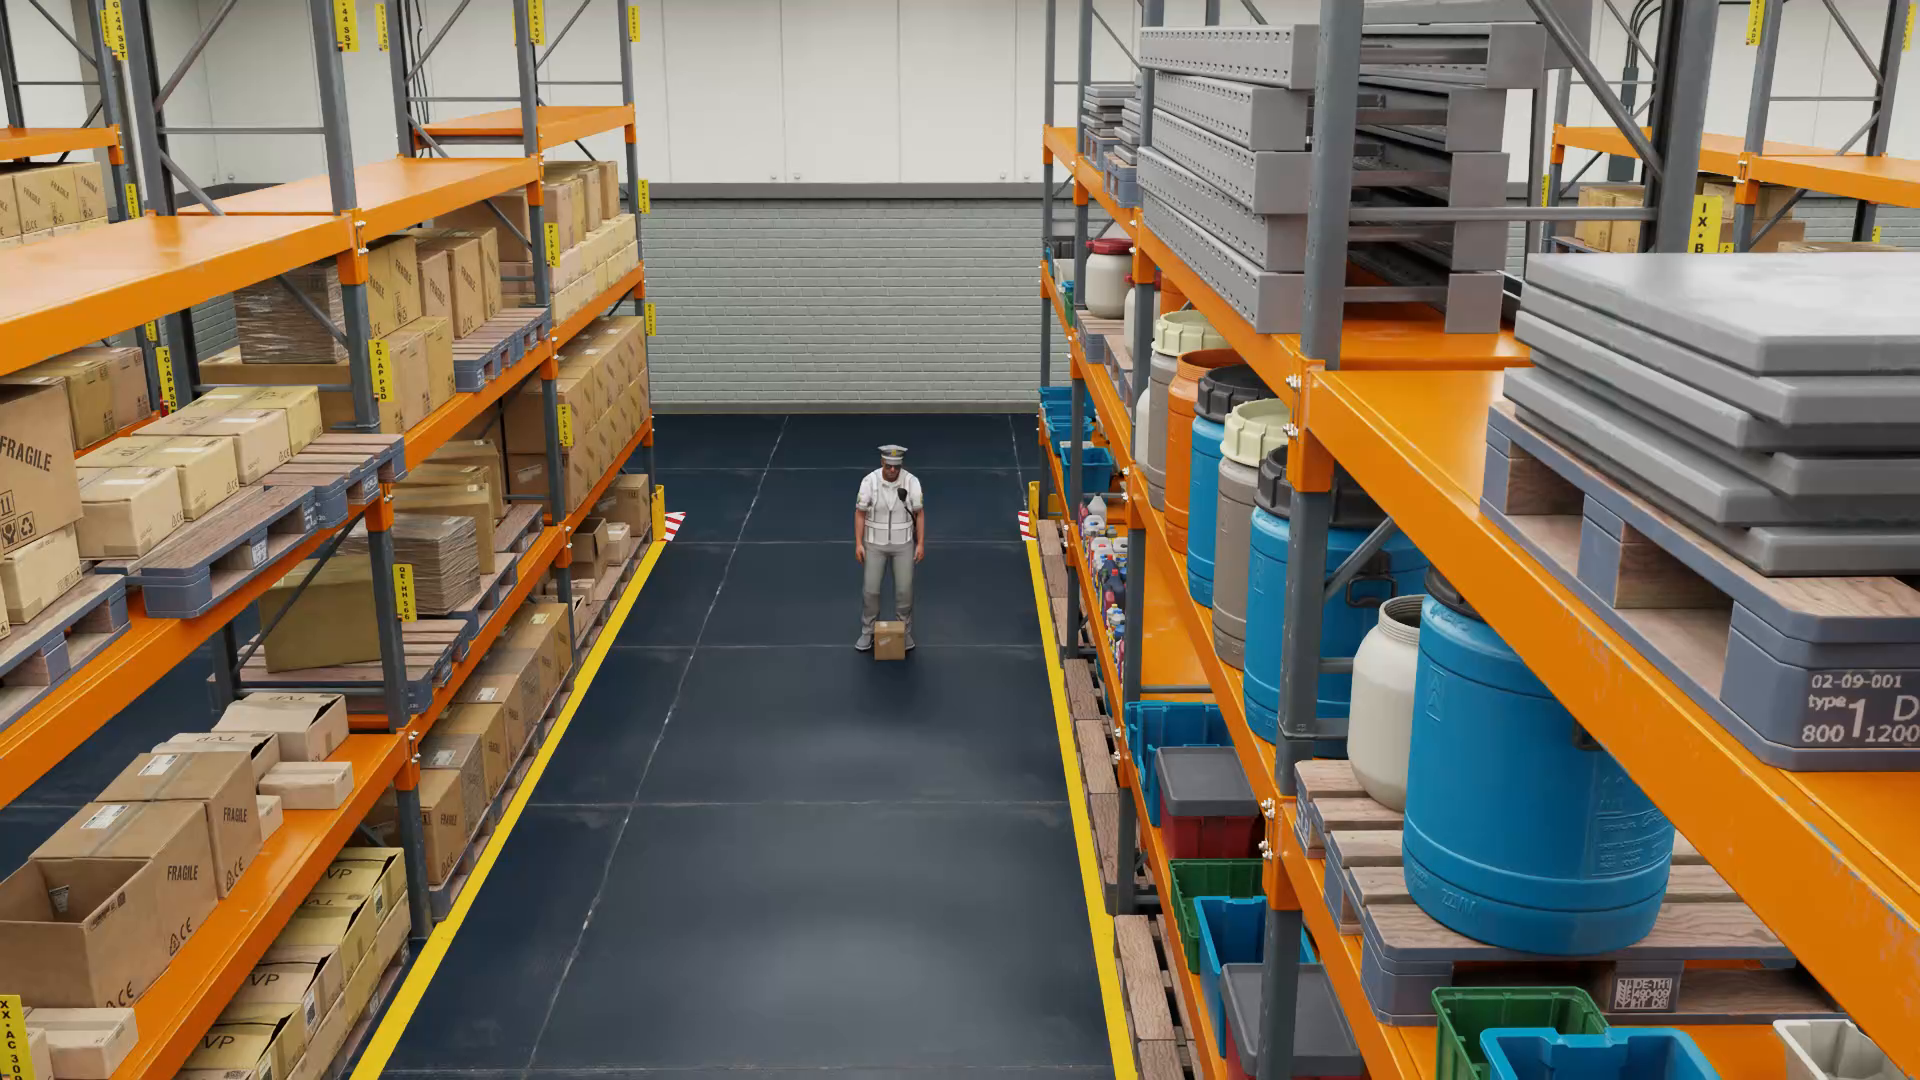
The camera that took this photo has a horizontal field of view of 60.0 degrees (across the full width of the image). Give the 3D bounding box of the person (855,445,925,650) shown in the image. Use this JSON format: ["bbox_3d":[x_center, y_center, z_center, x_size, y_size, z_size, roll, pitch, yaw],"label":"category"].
[{"bbox_3d":[-0.592,0.038,13.907,0.600,1.747,0.437,-1,17,-4],"label":"person"}]
